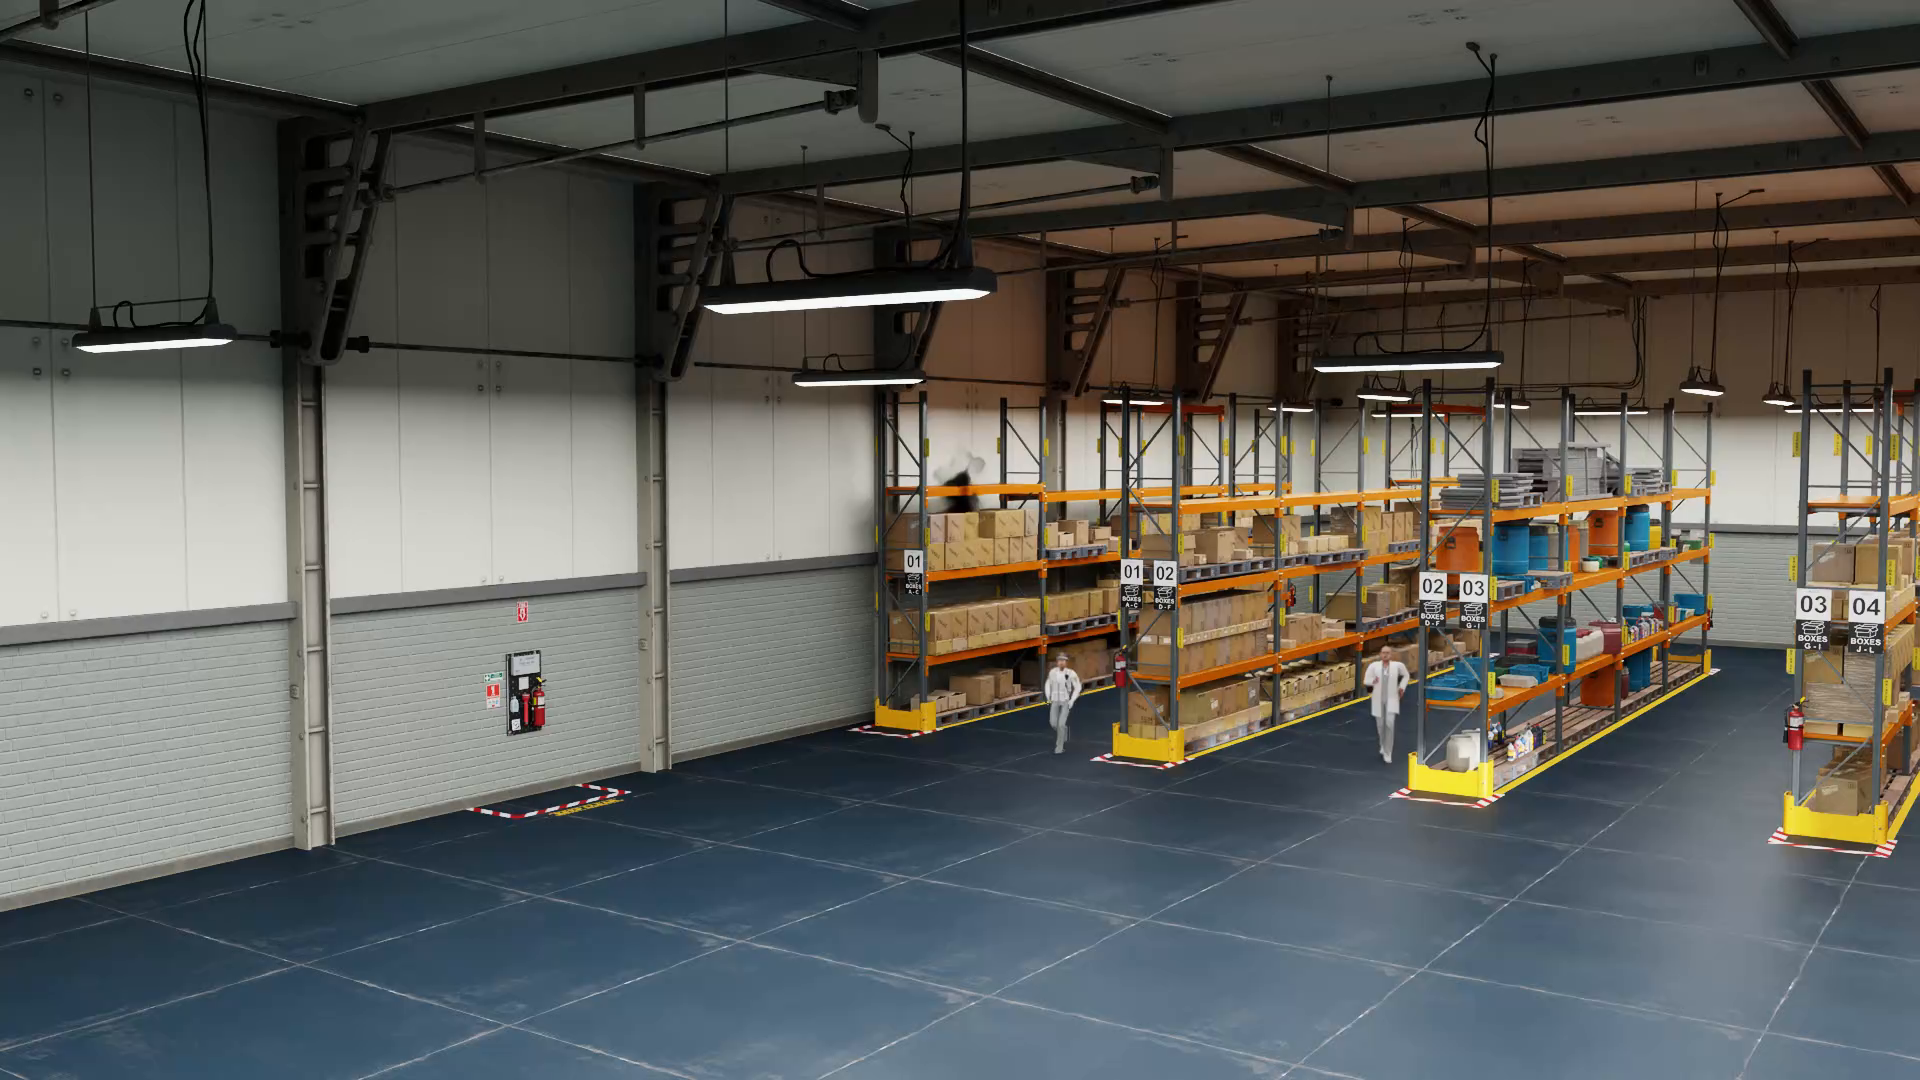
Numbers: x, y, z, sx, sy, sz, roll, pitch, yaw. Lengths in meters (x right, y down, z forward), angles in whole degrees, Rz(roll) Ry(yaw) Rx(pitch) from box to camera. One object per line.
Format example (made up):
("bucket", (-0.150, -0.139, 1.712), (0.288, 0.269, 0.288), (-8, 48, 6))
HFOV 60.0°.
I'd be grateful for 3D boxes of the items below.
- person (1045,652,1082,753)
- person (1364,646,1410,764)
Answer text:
("person", (1.685, 2.666, 27.464), (0.645, 1.652, 0.474), (1, 3, 25))
("person", (6.841, 2.617, 26.730), (0.685, 1.831, 0.832), (1, 3, 23))
